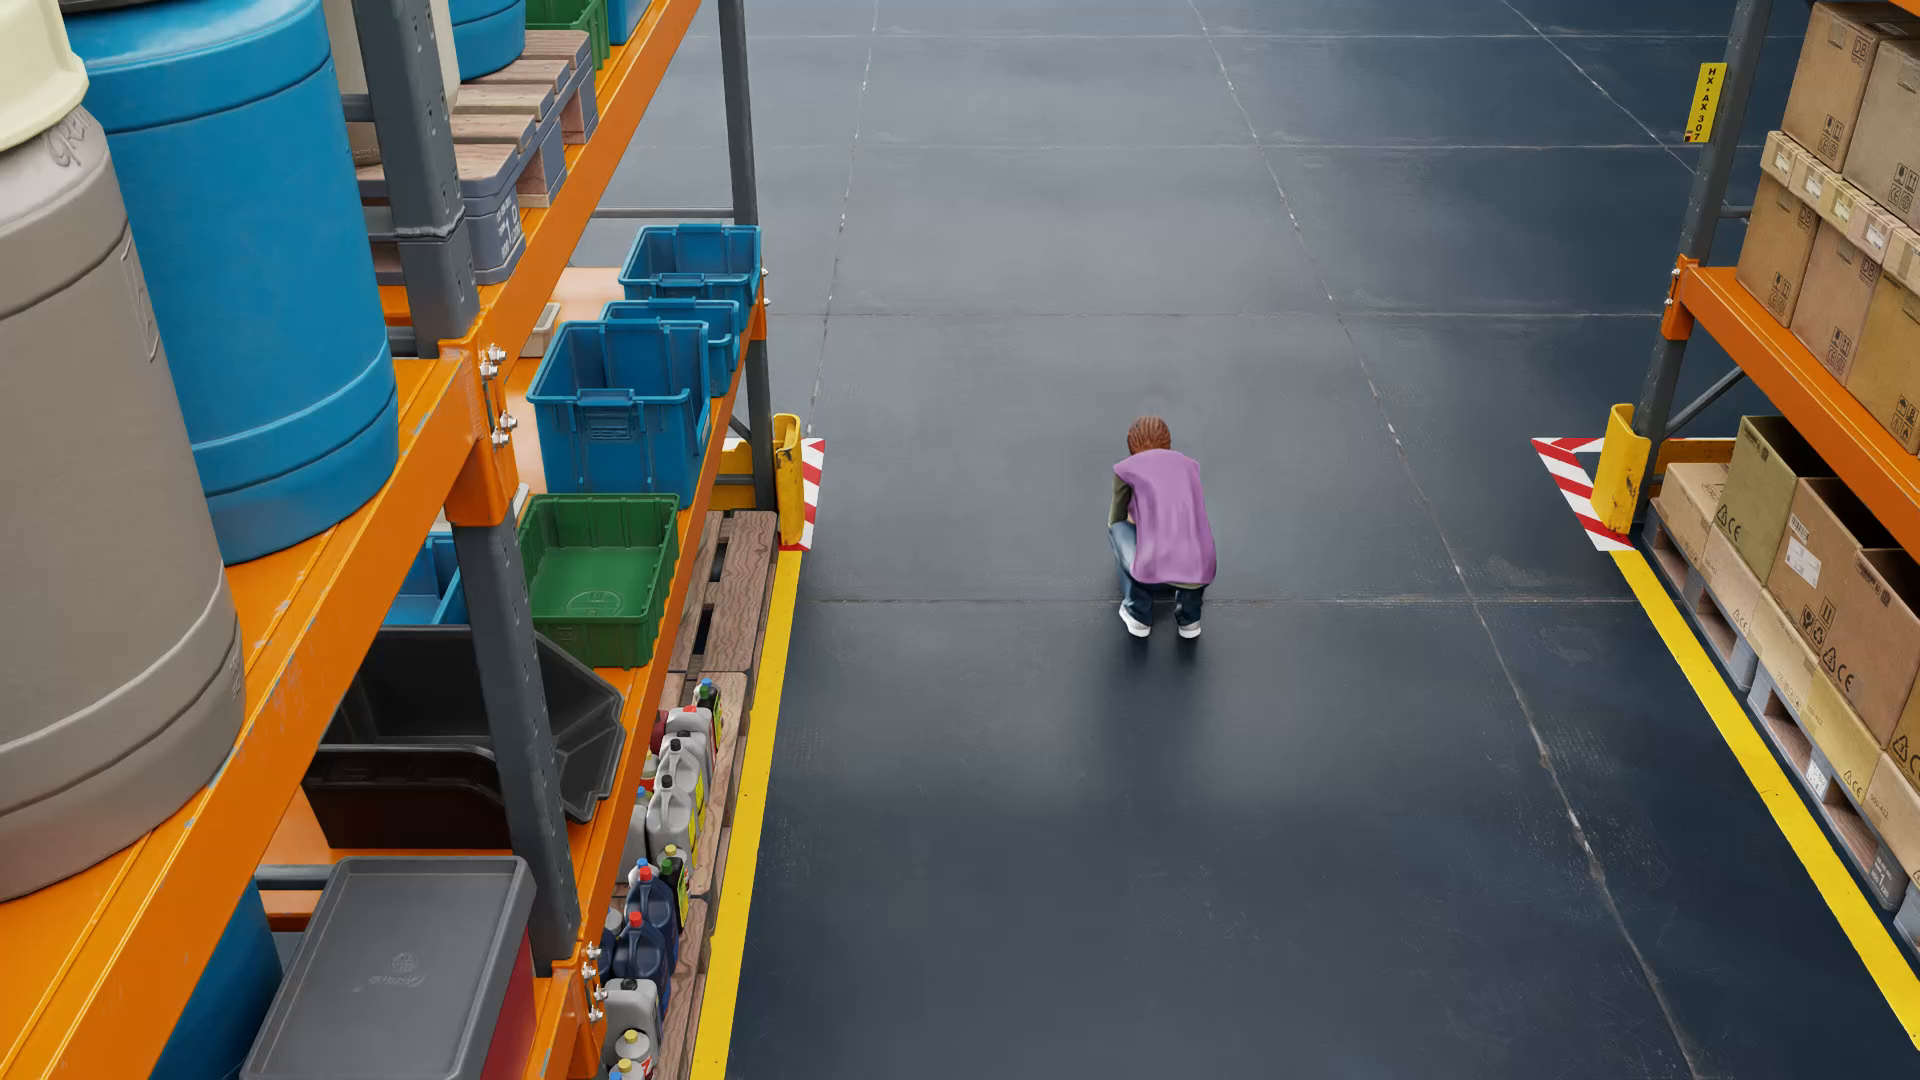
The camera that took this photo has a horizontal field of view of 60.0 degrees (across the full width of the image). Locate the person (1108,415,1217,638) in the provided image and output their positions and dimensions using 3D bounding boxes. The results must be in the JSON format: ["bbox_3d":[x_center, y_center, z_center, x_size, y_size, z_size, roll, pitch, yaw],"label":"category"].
[{"bbox_3d":[0.852,-0.034,6.993,0.436,0.767,0.806,0,32,0],"label":"person"}]
